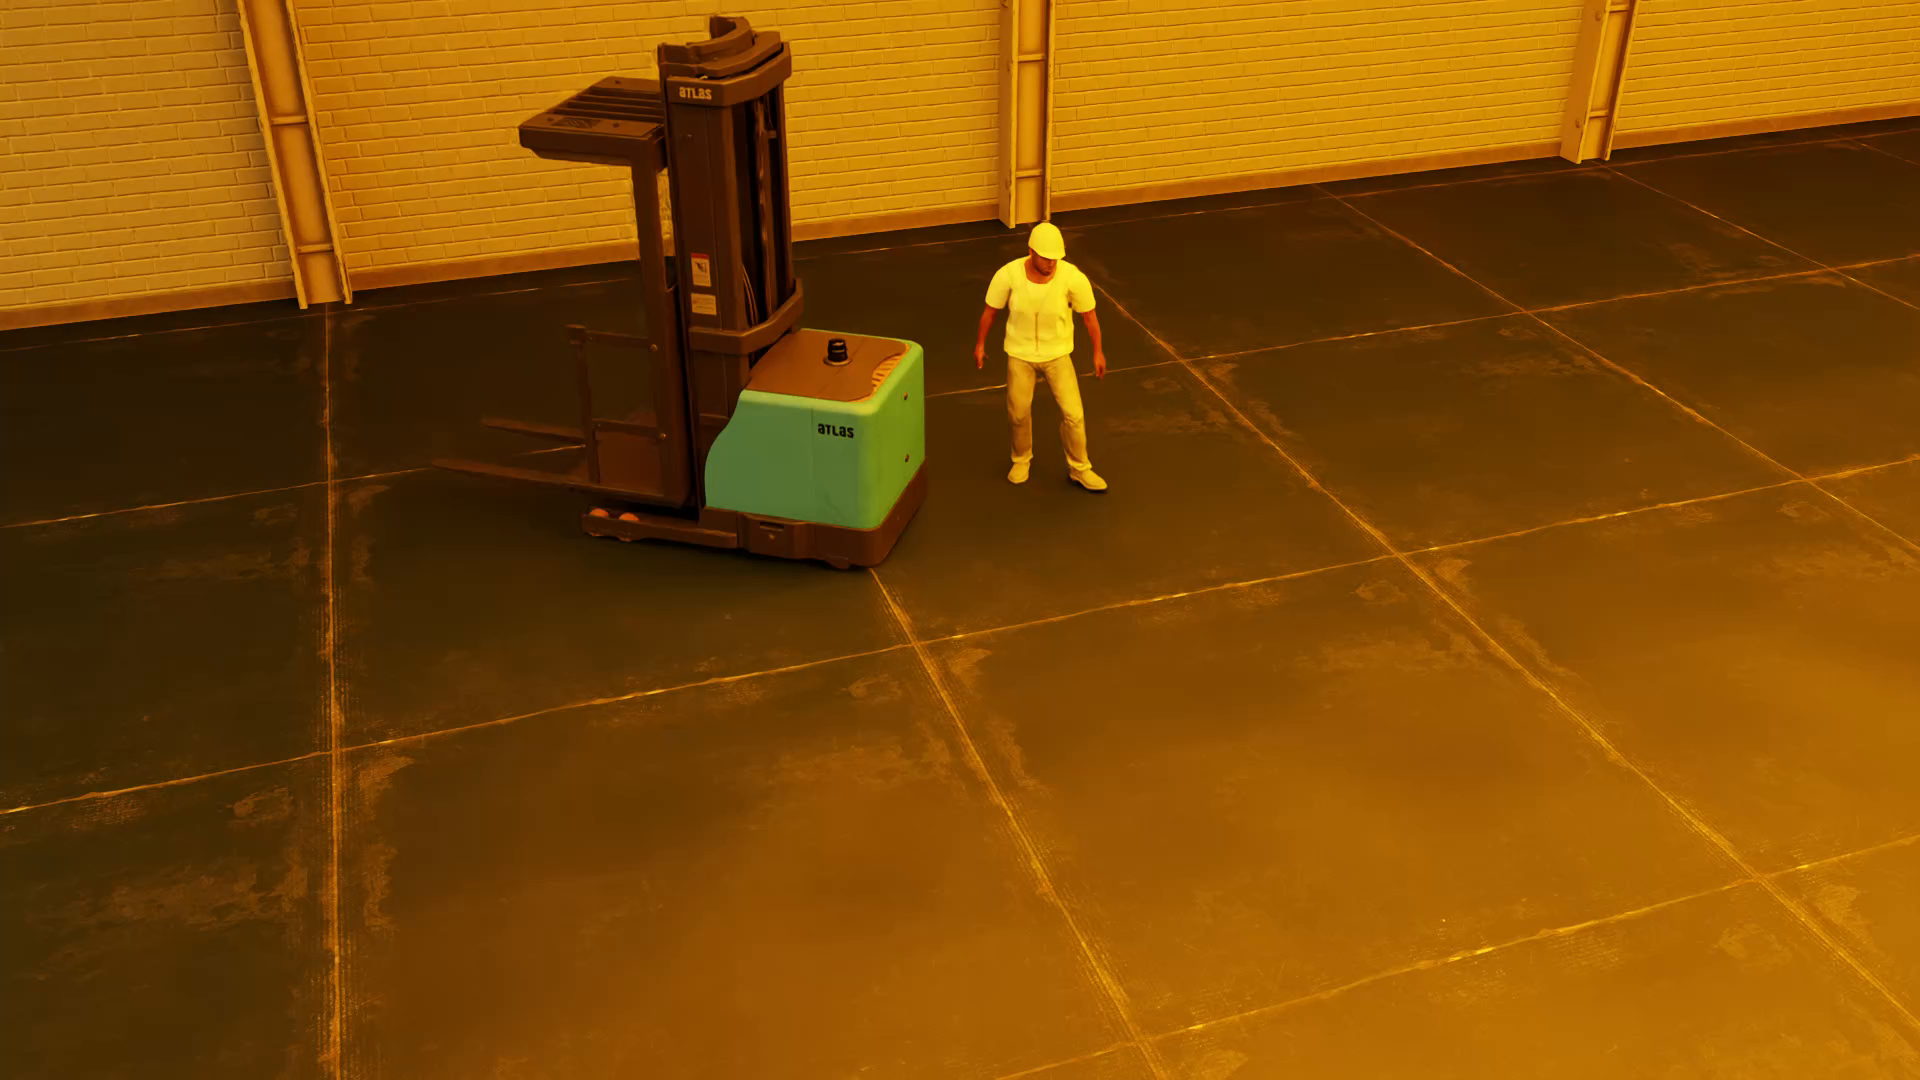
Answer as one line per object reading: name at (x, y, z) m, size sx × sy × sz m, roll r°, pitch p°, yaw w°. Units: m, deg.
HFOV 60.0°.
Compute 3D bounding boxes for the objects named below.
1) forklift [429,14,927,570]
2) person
forklift at (-1.779, -1.504, 9.701) m, size 3.031 × 2.935 × 1.130 m, roll 8°, pitch 31°, yaw 14°
person at (0.507, -1.140, 10.274) m, size 0.875 × 1.733 × 0.449 m, roll 3°, pitch 30°, yaw 5°
